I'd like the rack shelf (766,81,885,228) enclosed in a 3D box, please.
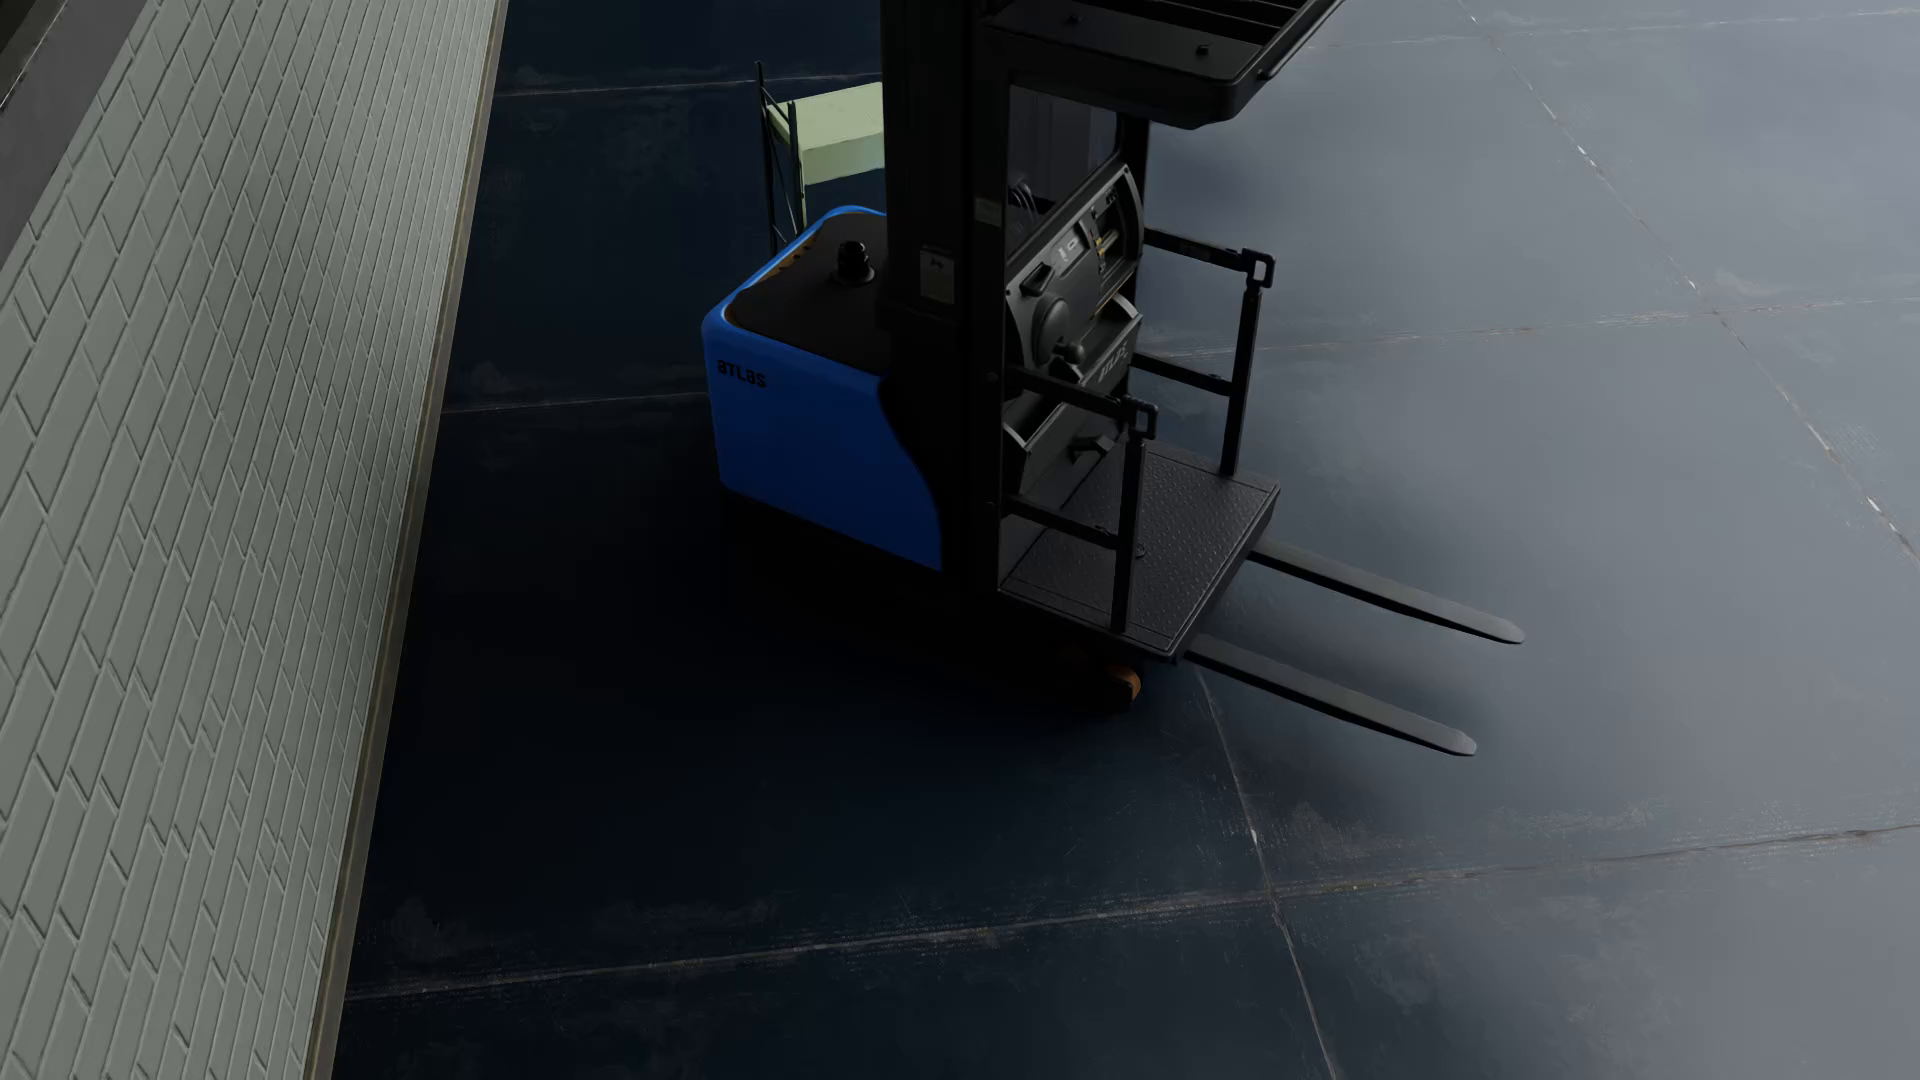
[{"bbox_3d":[-0.393,-1.625,6.849,0.720,0.370,0.431,-18,45,-19],"label":"rack shelf"}]

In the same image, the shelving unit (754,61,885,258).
[{"bbox_3d":[-0.393,-1.335,7.110,0.755,1.500,0.431,-18,45,-19],"label":"shelving unit"}]

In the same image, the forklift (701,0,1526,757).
[{"bbox_3d":[0.575,-0.886,5.544,3.031,2.935,1.130,21,46,21],"label":"forklift"}]

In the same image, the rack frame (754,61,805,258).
[{"bbox_3d":[-0.724,-1.230,6.994,0.023,1.500,0.400,-18,45,-19],"label":"rack frame"}]
